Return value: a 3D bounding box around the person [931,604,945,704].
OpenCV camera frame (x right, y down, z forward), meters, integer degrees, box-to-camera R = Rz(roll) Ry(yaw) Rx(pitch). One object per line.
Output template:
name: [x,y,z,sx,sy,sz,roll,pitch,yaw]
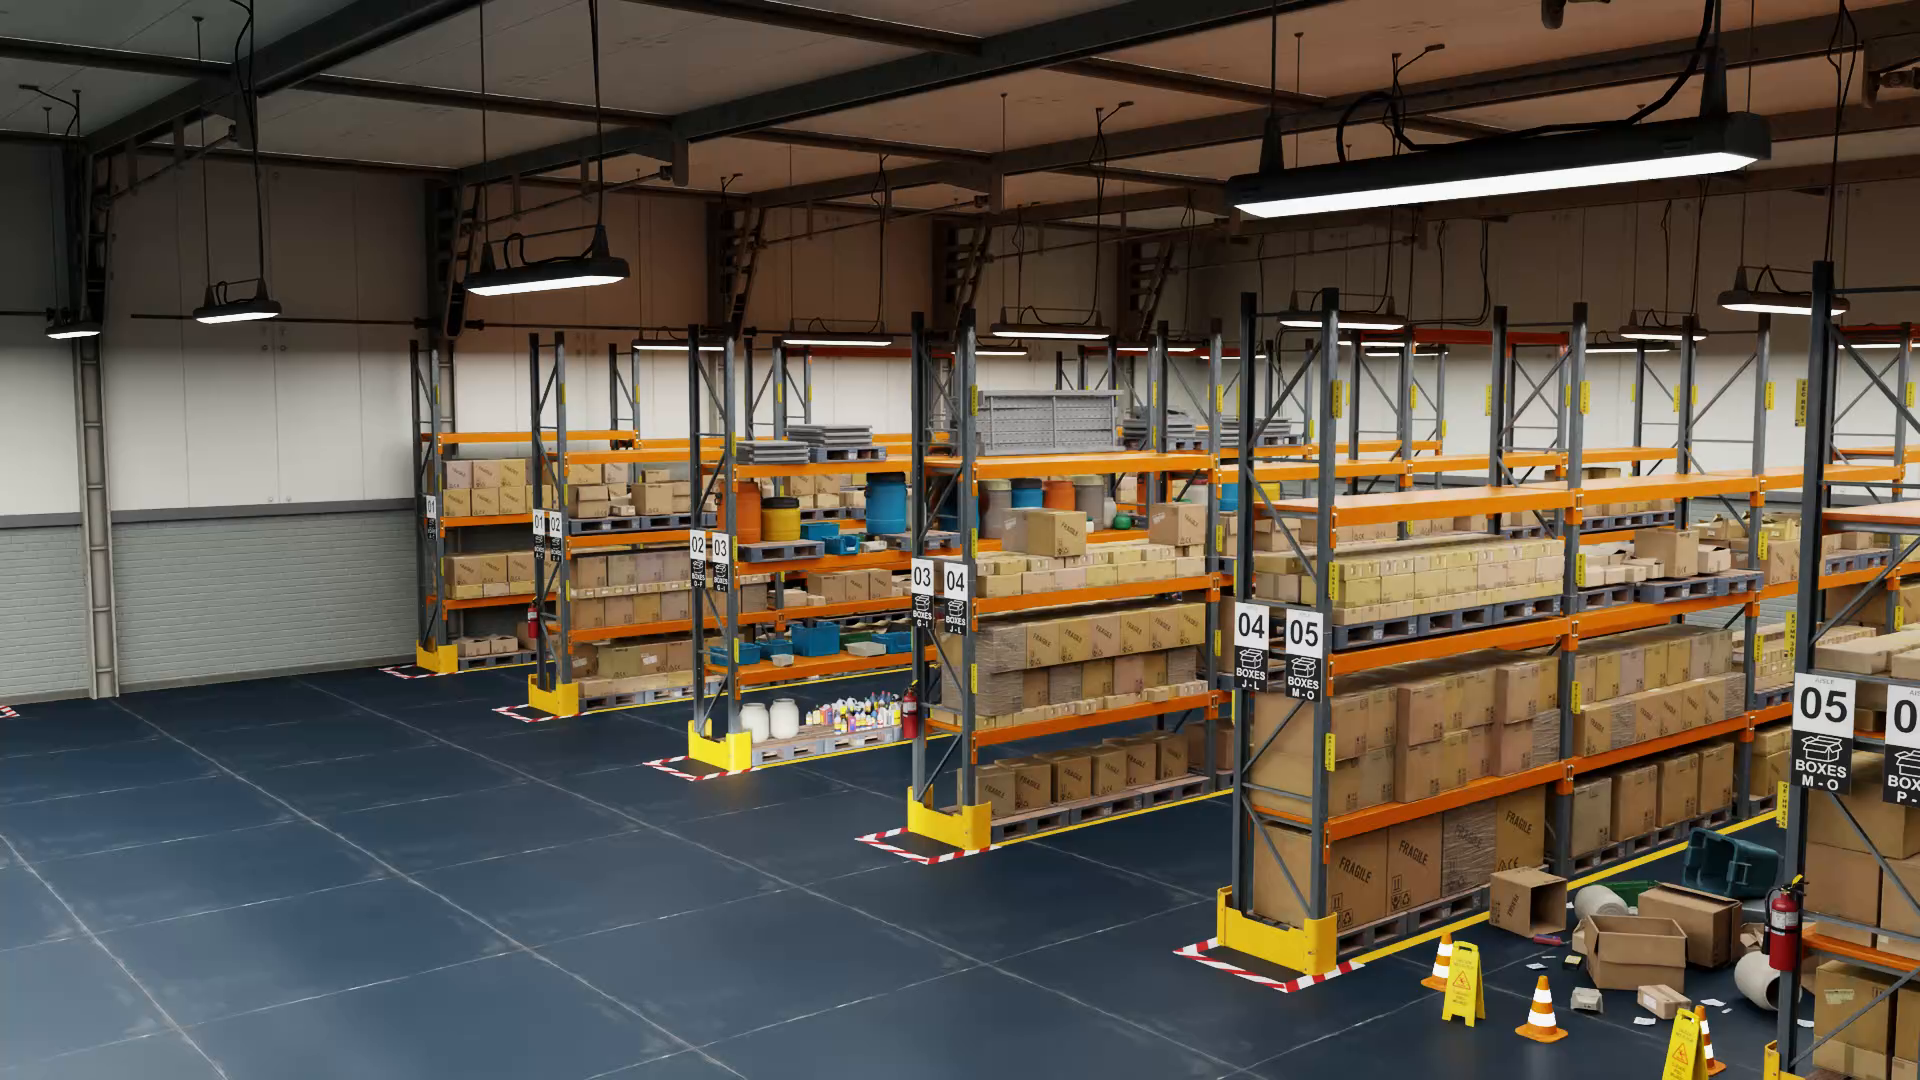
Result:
person: [-0.219,1.824,26.649,0.410,1.742,0.560,-3,6,-26]
